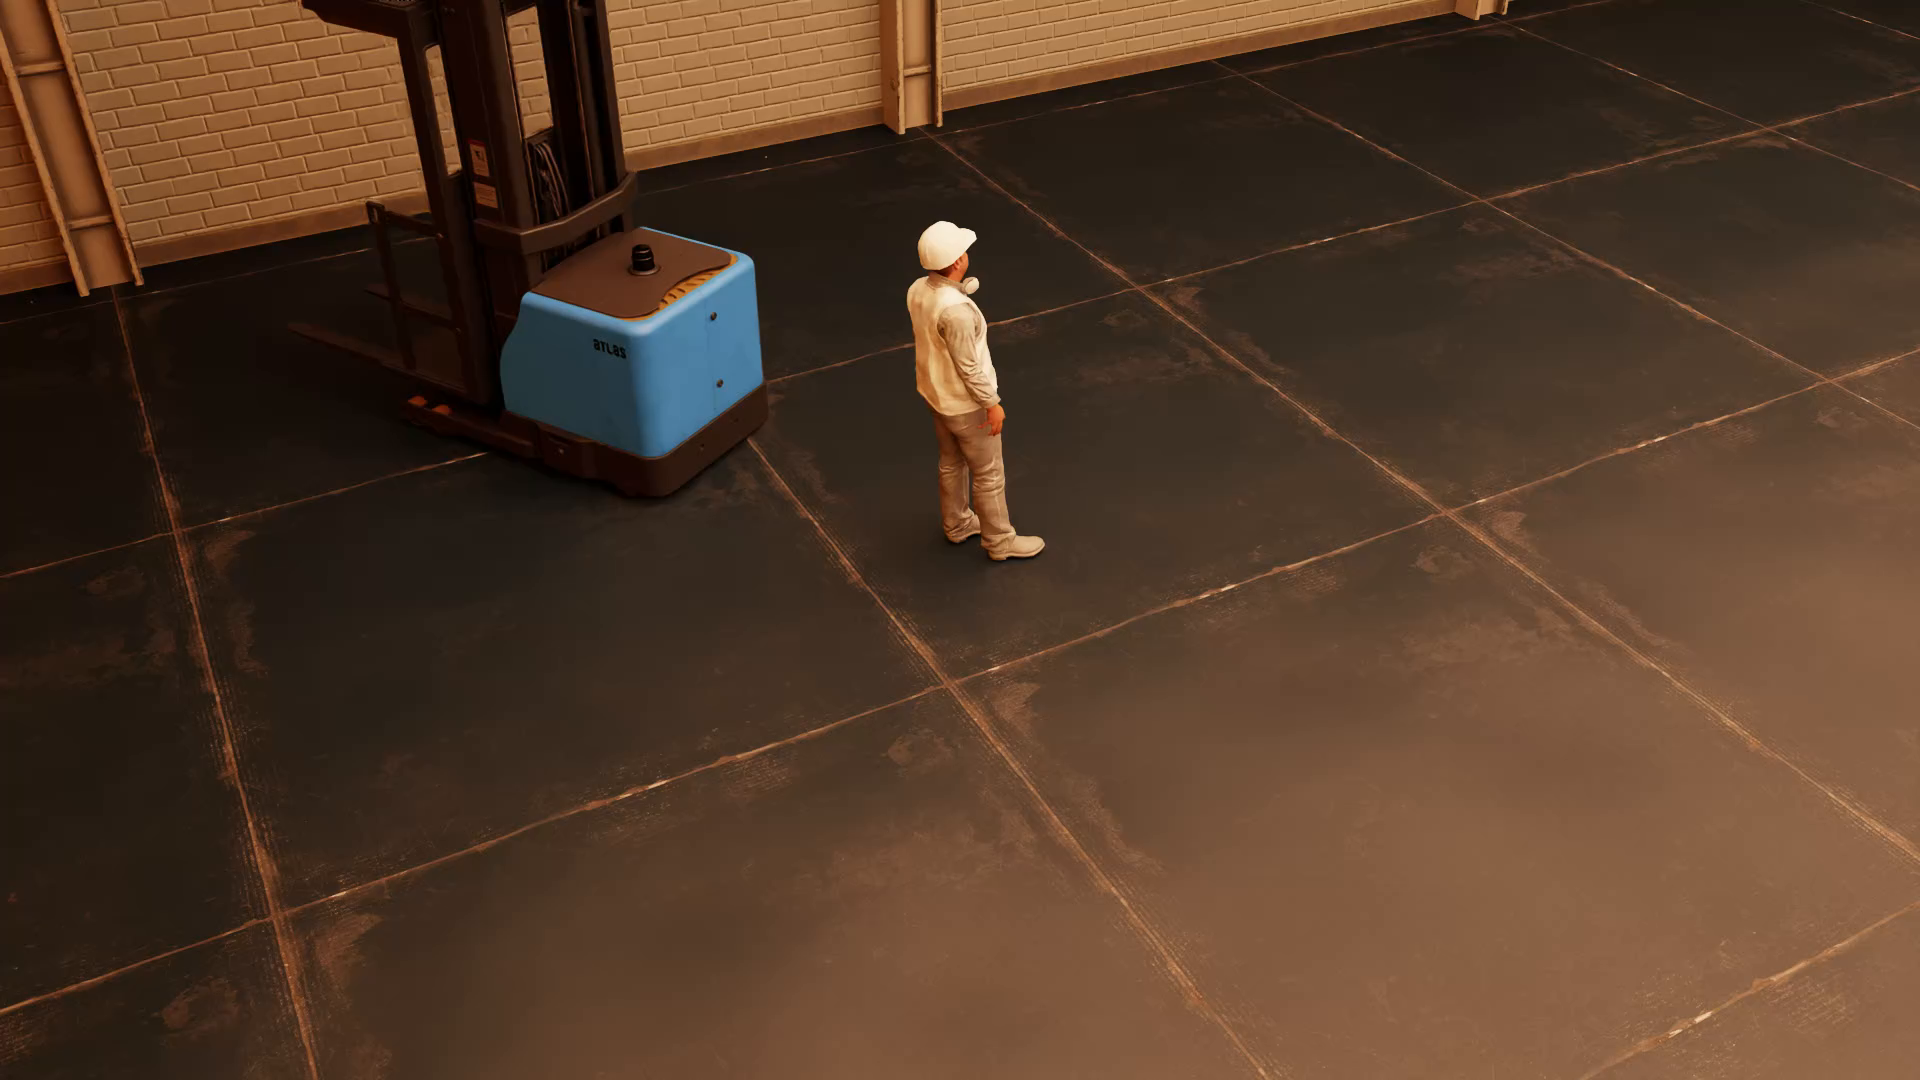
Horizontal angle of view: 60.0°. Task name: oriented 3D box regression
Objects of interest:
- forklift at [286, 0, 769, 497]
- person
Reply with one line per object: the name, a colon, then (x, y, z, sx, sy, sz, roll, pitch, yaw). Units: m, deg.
forklift: (-2.631, -2.044, 9.015, 3.031, 2.935, 1.130, 19, 39, 24)
person: (0.060, -0.741, 8.161, 0.568, 1.773, 0.624, -17, 39, -23)
